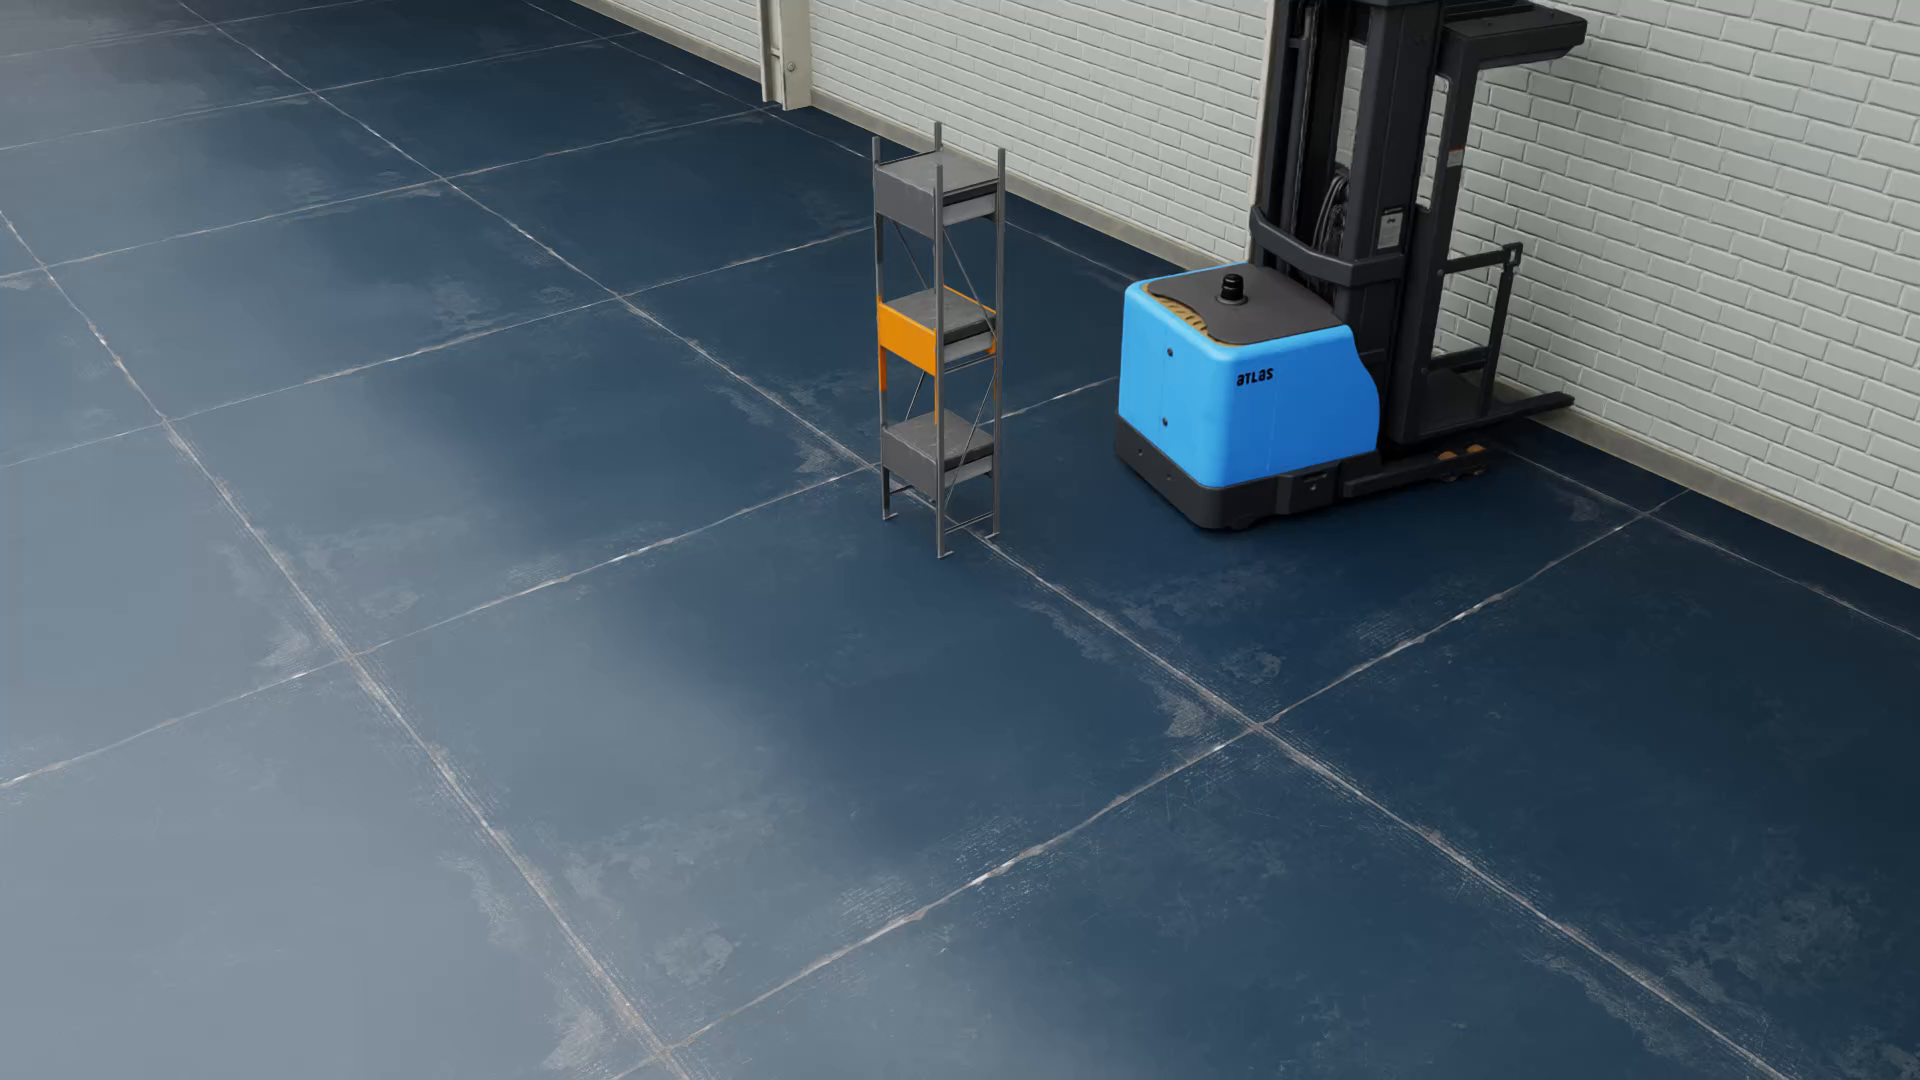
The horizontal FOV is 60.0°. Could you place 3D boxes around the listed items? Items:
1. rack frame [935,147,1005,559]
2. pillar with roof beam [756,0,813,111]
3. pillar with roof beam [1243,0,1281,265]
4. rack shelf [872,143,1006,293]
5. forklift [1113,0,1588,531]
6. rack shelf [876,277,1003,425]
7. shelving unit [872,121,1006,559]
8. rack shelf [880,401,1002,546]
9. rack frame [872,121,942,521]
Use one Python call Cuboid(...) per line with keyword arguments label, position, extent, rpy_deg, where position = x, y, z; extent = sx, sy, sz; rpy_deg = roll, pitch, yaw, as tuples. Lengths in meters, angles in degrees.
Cuboid(label="rack frame", position=(0.048, -0.859, 8.143), extent=(0.400, 2.100, 0.015), rpy_deg=(-22, 38, -31))
Cuboid(label="pillar with roof beam", position=(-4.969, -6.424, 10.565), extent=(9.100, 9.000, 0.400), rpy_deg=(-22, 38, -31))
Cuboid(label="pillar with roof beam", position=(-1.290, -3.924, 6.539), extent=(9.100, 9.000, 0.400), rpy_deg=(-22, 38, -31))
Cuboid(label="rack shelf", position=(-0.101, -1.544, 7.945), extent=(0.431, 0.518, 0.480), rpy_deg=(-22, 38, -31))
Cuboid(label="forklift", position=(2.432, -1.808, 8.883), extent=(3.031, 2.935, 1.130), rpy_deg=(-14, 34, -21))
Cuboid(label="rack shelf", position=(-0.101, -0.949, 8.314), extent=(0.431, 0.518, 0.480), rpy_deg=(-22, 38, -31))
Cuboid(label="shelving unit", position=(-0.101, -0.961, 8.307), extent=(0.431, 2.100, 0.503), rpy_deg=(-22, 38, -31))
Cuboid(label="rack shelf", position=(-0.101, -0.355, 8.684), extent=(0.431, 0.518, 0.480), rpy_deg=(-22, 38, -31))
Cuboid(label="rack frame", position=(-0.251, -1.063, 8.471), extent=(0.400, 2.100, 0.015), rpy_deg=(-22, 38, -31))
